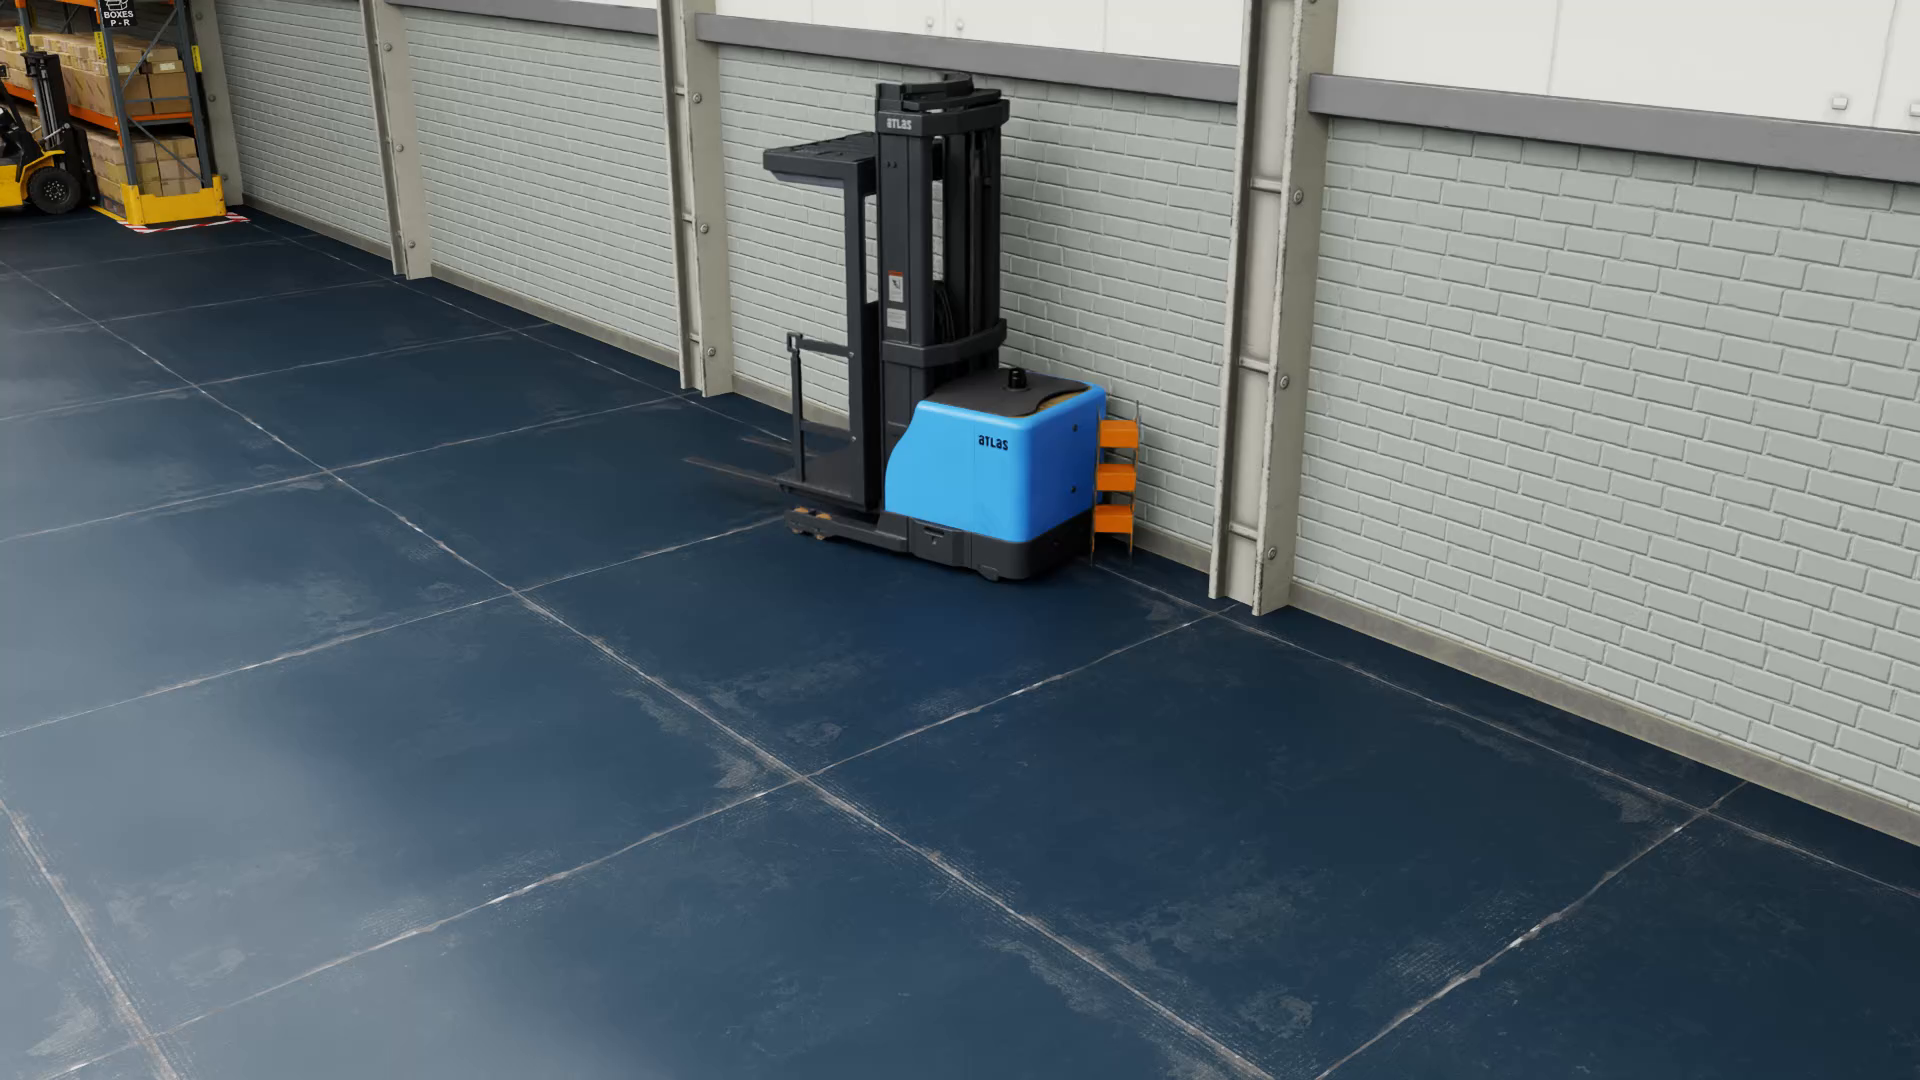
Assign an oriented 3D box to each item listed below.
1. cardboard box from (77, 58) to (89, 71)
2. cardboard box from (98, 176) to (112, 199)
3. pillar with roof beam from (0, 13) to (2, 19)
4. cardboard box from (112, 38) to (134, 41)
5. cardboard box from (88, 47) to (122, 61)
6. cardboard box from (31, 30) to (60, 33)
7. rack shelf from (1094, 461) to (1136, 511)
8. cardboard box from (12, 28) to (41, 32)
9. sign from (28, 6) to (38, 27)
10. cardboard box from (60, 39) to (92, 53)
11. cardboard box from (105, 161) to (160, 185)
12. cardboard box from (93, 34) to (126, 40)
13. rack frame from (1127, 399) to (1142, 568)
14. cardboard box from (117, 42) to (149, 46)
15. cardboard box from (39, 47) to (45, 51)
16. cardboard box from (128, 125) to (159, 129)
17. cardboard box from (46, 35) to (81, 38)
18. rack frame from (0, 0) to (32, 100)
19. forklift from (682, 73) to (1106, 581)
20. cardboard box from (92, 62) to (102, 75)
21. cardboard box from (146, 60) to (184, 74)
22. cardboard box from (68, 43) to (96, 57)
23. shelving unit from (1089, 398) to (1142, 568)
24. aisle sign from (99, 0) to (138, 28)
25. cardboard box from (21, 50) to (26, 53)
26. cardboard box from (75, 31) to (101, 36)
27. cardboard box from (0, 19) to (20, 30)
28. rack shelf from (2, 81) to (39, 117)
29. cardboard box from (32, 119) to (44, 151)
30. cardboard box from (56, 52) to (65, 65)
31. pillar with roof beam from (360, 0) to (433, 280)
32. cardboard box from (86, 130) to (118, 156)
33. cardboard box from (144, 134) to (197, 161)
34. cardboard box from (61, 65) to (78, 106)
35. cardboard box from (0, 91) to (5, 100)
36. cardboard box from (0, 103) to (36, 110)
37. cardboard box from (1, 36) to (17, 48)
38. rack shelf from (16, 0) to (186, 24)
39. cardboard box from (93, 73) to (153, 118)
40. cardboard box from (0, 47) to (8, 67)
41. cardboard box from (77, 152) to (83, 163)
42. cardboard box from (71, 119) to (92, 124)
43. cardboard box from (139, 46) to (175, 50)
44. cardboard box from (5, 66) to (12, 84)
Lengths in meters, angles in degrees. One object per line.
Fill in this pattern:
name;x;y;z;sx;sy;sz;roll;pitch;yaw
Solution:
cardboard box;-11.340;-6.264;21.836;0.380;0.149;0.250;-19;28;-39
cardboard box;-11.089;-4.712;22.095;0.500;0.250;0.500;-17;27;-37
pillar with roof beam;-21.092;-11.093;26.968;9.100;9.000;0.400;-17;27;-37
cardboard box;-11.446;-6.739;22.643;0.380;0.149;0.250;-16;27;-36
cardboard box;-10.995;-6.265;21.432;0.380;0.149;0.250;-17;27;-36
cardboard box;-14.153;-7.797;25.751;0.380;0.149;0.250;-18;28;-38
rack shelf;0.969;-0.341;10.436;0.240;0.259;0.215;1;21;-1
cardboard box;-14.704;-7.988;26.238;0.380;0.149;0.250;-17;27;-37
sign;-15.029;-8.485;26.946;0.100;0.325;0.005;-17;27;-37
cardboard box;-11.952;-6.699;22.540;0.380;0.149;0.250;-18;27;-38
cardboard box;-10.780;-4.810;21.662;0.500;0.250;0.500;-18;28;-38
cardboard box;-11.873;-6.975;23.245;0.380;0.149;0.250;-18;28;-38
rack frame;1.091;-0.348;10.434;0.008;1.050;0.200;1;21;-1
cardboard box;-10.953;-6.522;22.088;0.380;0.149;0.250;-16;27;-36
cardboard box;-12.658;-6.834;23.293;0.380;0.149;0.250;-17;27;-36
cardboard box;-11.372;-5.582;22.946;0.500;0.250;0.500;-18;28;-38
cardboard box;-12.441;-6.917;23.096;0.380;0.149;0.250;-18;28;-38
rack frame;-15.448;-7.813;26.818;1.000;3.000;0.127;-17;27;-37
forklift;-0.554;-1.514;10.830;3.031;2.935;1.130;14;26;32
cardboard box;-10.853;-6.044;21.275;0.380;0.149;0.250;-17;27;-37
cardboard box;-10.250;-6.106;21.435;0.380;0.149;0.250;-18;28;-39
cardboard box;-11.528;-6.467;21.948;0.380;0.149;0.250;-17;27;-36
shelving unit;0.969;-0.351;10.433;0.252;1.050;0.215;1;21;-1
aisle sign;-10.405;-6.725;20.476;0.394;0.787;0.004;-17;27;-37
cardboard box;-13.410;-7.165;24.137;0.380;0.149;0.250;-18;28;-38
cardboard box;-12.399;-7.178;23.764;0.380;0.149;0.250;-17;27;-37
cardboard box;-15.665;-8.234;27.181;0.500;0.500;0.500;-16;26;-35
rack shelf;-14.142;-6.925;25.538;1.077;0.370;4.000;-17;27;-37
cardboard box;-13.186;-5.939;24.714;0.875;0.625;0.625;-16;26;-35
cardboard box;-12.014;-6.545;22.554;0.380;0.149;0.250;-19;28;-39
pillar with roof beam;-9.342;-6.120;14.271;9.100;9.000;0.400;-17;27;-37
cardboard box;-11.437;-5.313;22.259;0.500;0.250;0.500;-17;27;-37
cardboard box;-10.396;-5.161;21.871;0.500;0.250;0.500;-18;28;-38
cardboard box;-11.749;-6.146;22.425;0.500;0.500;0.500;-17;27;-37
cardboard box;-15.928;-7.494;27.967;0.380;0.149;0.250;-17;27;-37
cardboard box;-14.618;-6.548;26.270;0.875;0.625;0.625;-16;27;-36
cardboard box;-14.084;-7.444;24.849;0.380;0.149;0.250;-17;27;-37
rack shelf;-11.531;-7.217;22.170;1.077;0.370;4.000;-17;27;-37
cardboard box;-10.746;-5.722;21.344;0.500;0.500;0.500;-18;28;-39
cardboard box;-14.021;-7.228;24.846;0.500;0.250;0.500;-17;27;-36
cardboard box;-11.776;-5.228;22.728;0.500;0.250;0.500;-18;27;-38
cardboard box;-12.432;-5.736;23.340;0.500;0.250;0.500;-17;27;-37
cardboard box;-10.409;-6.321;21.576;0.380;0.149;0.250;-16;27;-36
cardboard box;-13.997;-6.997;24.940;0.500;0.250;0.500;-17;27;-37
